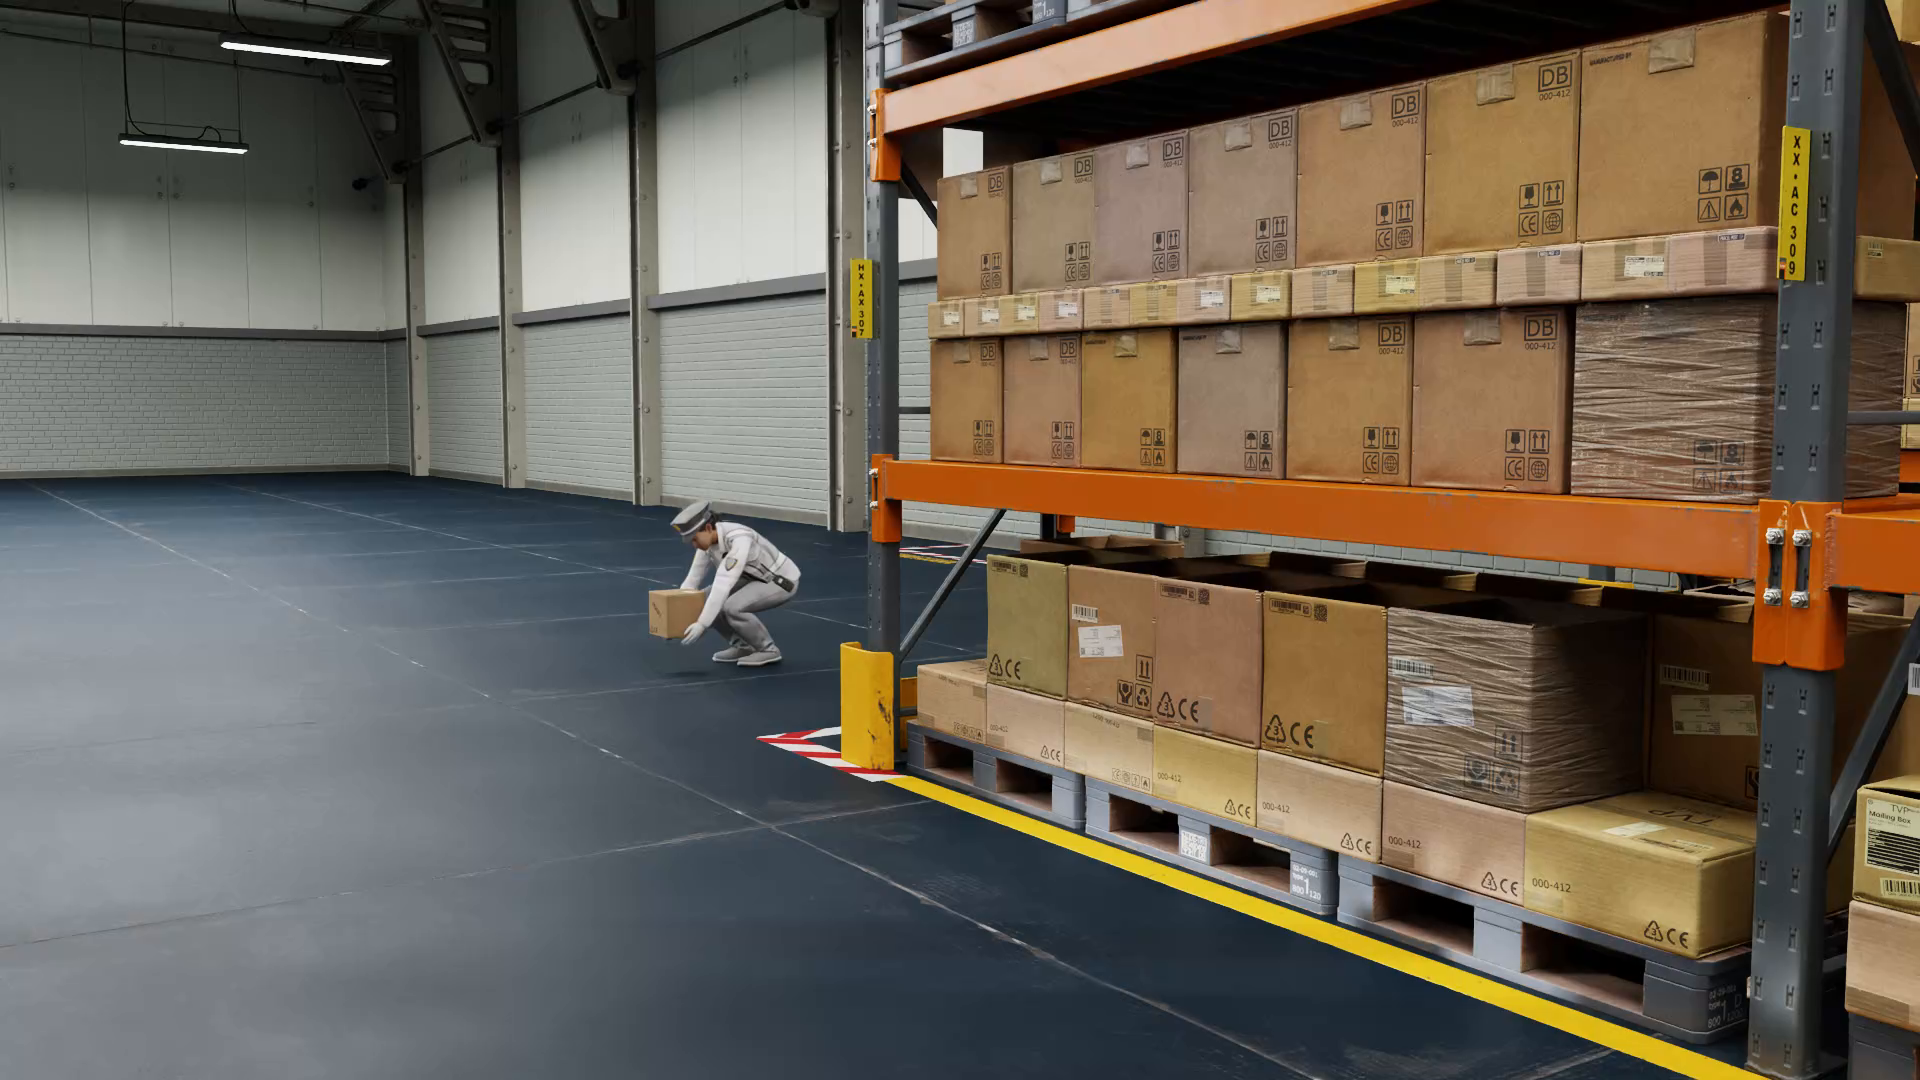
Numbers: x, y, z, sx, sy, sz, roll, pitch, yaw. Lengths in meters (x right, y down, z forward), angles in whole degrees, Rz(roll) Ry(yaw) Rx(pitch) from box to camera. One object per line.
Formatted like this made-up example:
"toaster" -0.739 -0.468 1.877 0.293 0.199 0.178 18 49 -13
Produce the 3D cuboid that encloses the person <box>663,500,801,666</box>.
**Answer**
"person" -1.323 0.251 9.777 0.816 0.980 0.484 -3 6 -34
